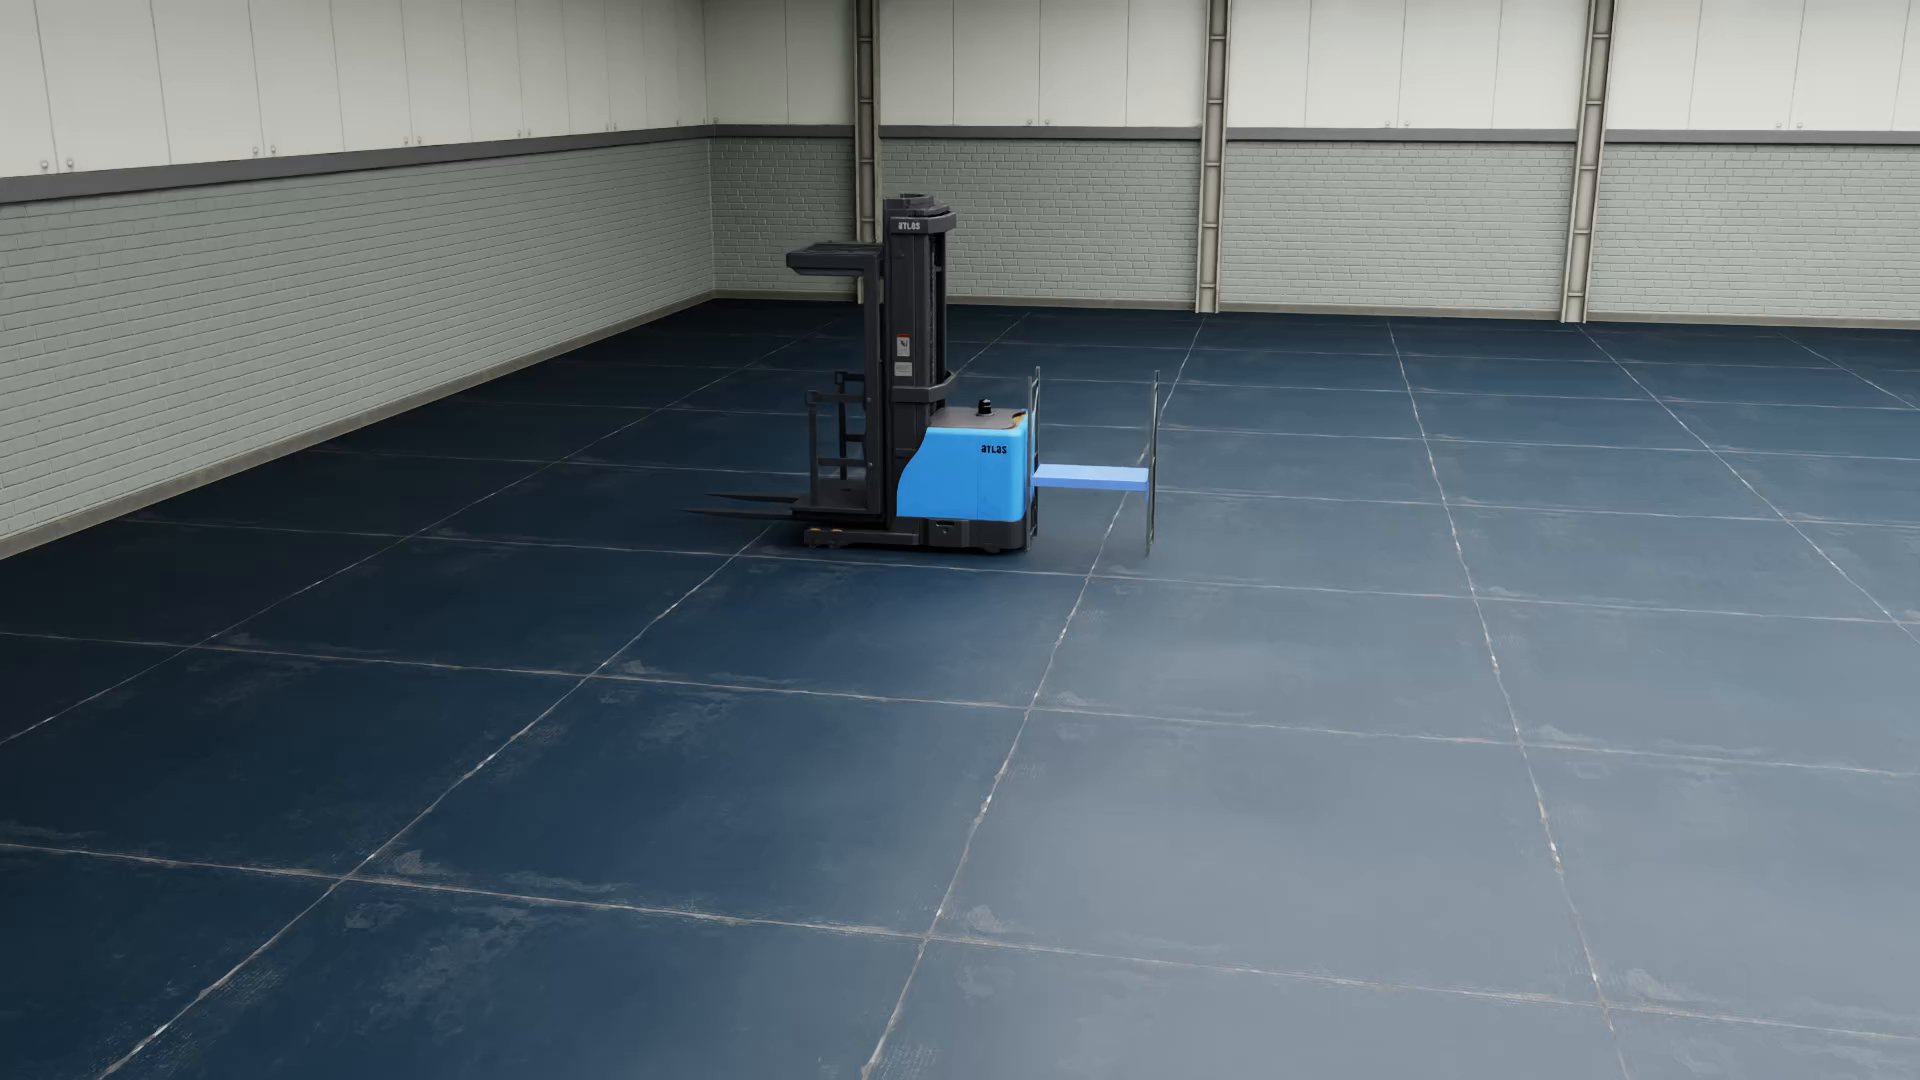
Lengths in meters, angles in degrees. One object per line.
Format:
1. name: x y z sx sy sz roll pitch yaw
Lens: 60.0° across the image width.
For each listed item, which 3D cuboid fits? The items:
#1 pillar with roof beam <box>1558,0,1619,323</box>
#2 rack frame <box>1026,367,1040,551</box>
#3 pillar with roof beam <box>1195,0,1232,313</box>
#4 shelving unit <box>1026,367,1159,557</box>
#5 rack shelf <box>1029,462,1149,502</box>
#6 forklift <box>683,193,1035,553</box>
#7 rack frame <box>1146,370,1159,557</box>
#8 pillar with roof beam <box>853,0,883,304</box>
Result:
1. pillar with roof beam: 9.292 -6.834 22.307 0.400 9.000 9.100 3 16 11
2. rack frame: 0.622 -0.693 14.184 0.032 1.500 0.500 3 16 10
3. pillar with roof beam: 3.412 -7.153 23.459 0.400 9.000 9.100 3 16 11
4. shelving unit: 1.122 -0.668 14.095 1.048 1.500 0.538 3 16 10
5. rack shelf: 1.122 -0.495 14.143 1.000 0.185 0.538 3 16 10
6. forklift: -0.887 -1.473 14.318 3.031 2.935 1.130 3 16 10
7. rack frame: 1.622 -0.644 14.006 0.032 1.500 0.500 3 16 10
8. pillar with roof beam: -2.468 -7.472 24.611 0.400 9.000 9.100 3 16 11
